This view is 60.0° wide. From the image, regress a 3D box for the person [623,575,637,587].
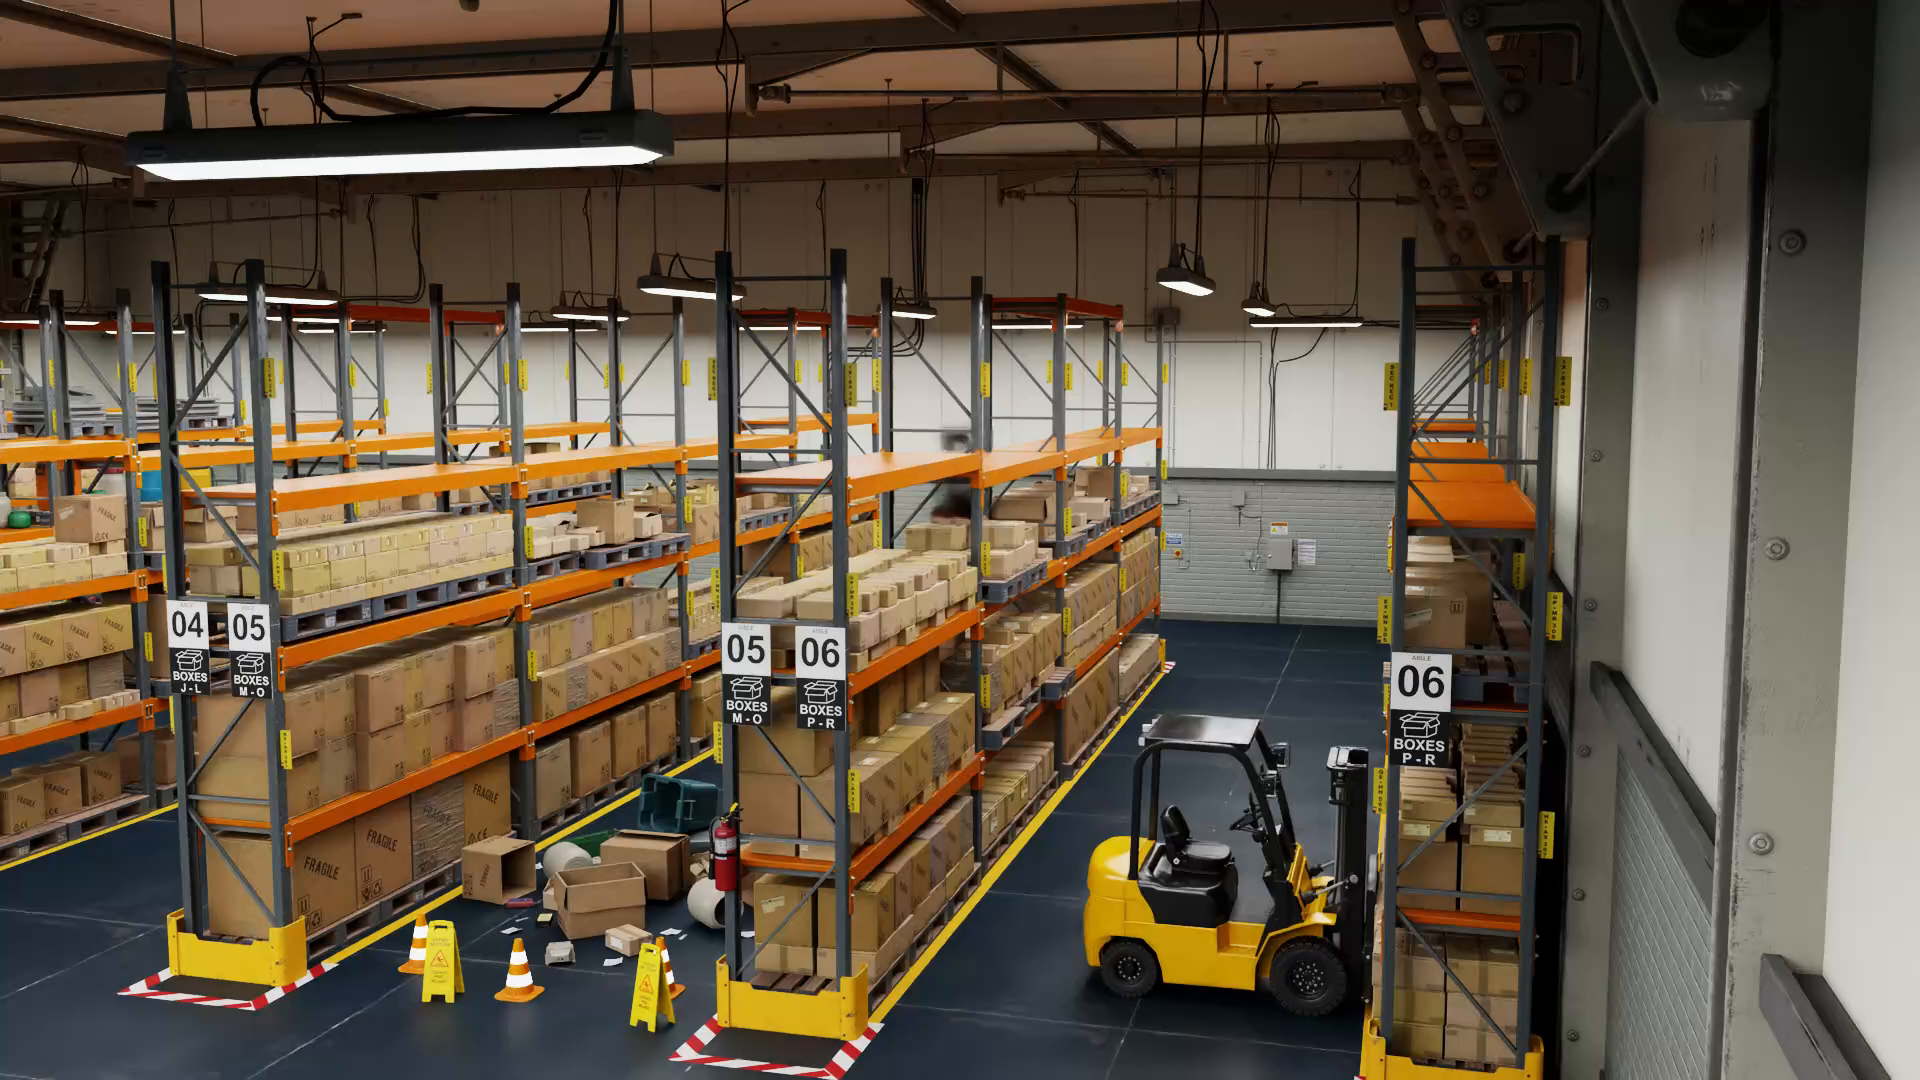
[{"bbox_3d":[-5.580,1.373,28.063,0.582,1.732,0.710,1,6,8],"label":"person"}]
